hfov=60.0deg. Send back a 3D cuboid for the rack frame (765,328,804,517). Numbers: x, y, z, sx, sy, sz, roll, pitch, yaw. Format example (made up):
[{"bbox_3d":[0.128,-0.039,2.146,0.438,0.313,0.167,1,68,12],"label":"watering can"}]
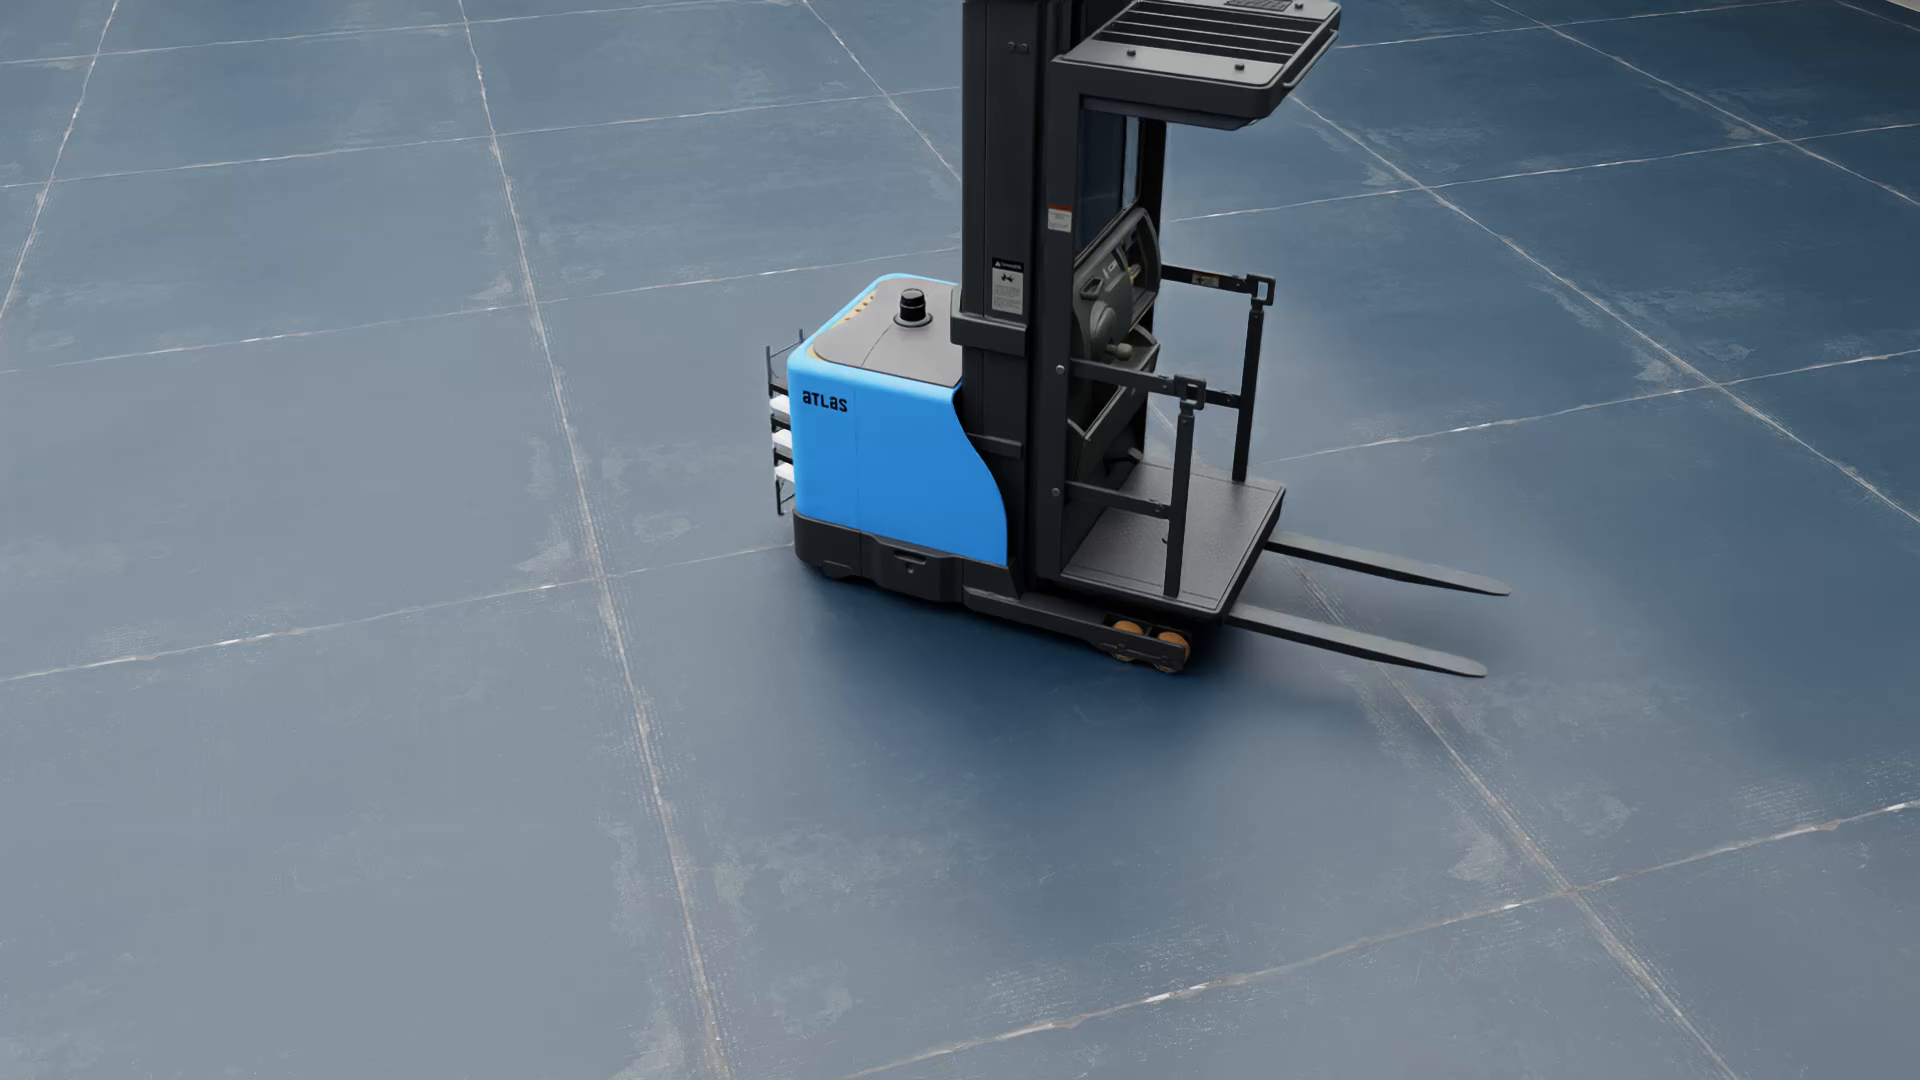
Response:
[{"bbox_3d":[-0.793,-0.539,7.750,0.006,0.900,0.240,23,40,31],"label":"rack frame"}]

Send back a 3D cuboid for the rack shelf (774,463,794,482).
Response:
[{"bbox_3d":[-0.713,-0.327,7.815,0.200,0.077,0.258,23,40,31],"label":"rack shelf"}]

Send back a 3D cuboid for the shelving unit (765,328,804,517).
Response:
[{"bbox_3d":[-0.713,-0.505,7.697,0.210,0.900,0.258,23,40,31],"label":"shelving unit"}]

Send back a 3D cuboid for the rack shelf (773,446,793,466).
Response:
[{"bbox_3d":[-0.713,-0.402,7.765,0.200,0.077,0.258,23,40,31],"label":"rack shelf"}]

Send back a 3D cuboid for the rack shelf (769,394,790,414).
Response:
[{"bbox_3d":[-0.713,-0.627,7.617,0.200,0.077,0.258,23,40,31],"label":"rack shelf"}]

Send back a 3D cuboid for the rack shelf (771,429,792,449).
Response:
[{"bbox_3d":[-0.713,-0.477,7.716,0.200,0.077,0.258,23,40,31],"label":"rack shelf"}]

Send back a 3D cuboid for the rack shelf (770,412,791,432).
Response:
[{"bbox_3d":[-0.713,-0.552,7.666,0.200,0.077,0.258,23,40,31],"label":"rack shelf"}]

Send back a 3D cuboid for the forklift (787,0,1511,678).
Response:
[{"bbox_3d":[0.817,-1.007,6.615,3.031,2.935,1.130,14,36,20],"label":"forklift"}]

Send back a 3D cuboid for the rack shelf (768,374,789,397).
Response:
[{"bbox_3d":[-0.713,-0.702,7.567,0.200,0.077,0.258,23,40,31],"label":"rack shelf"}]
